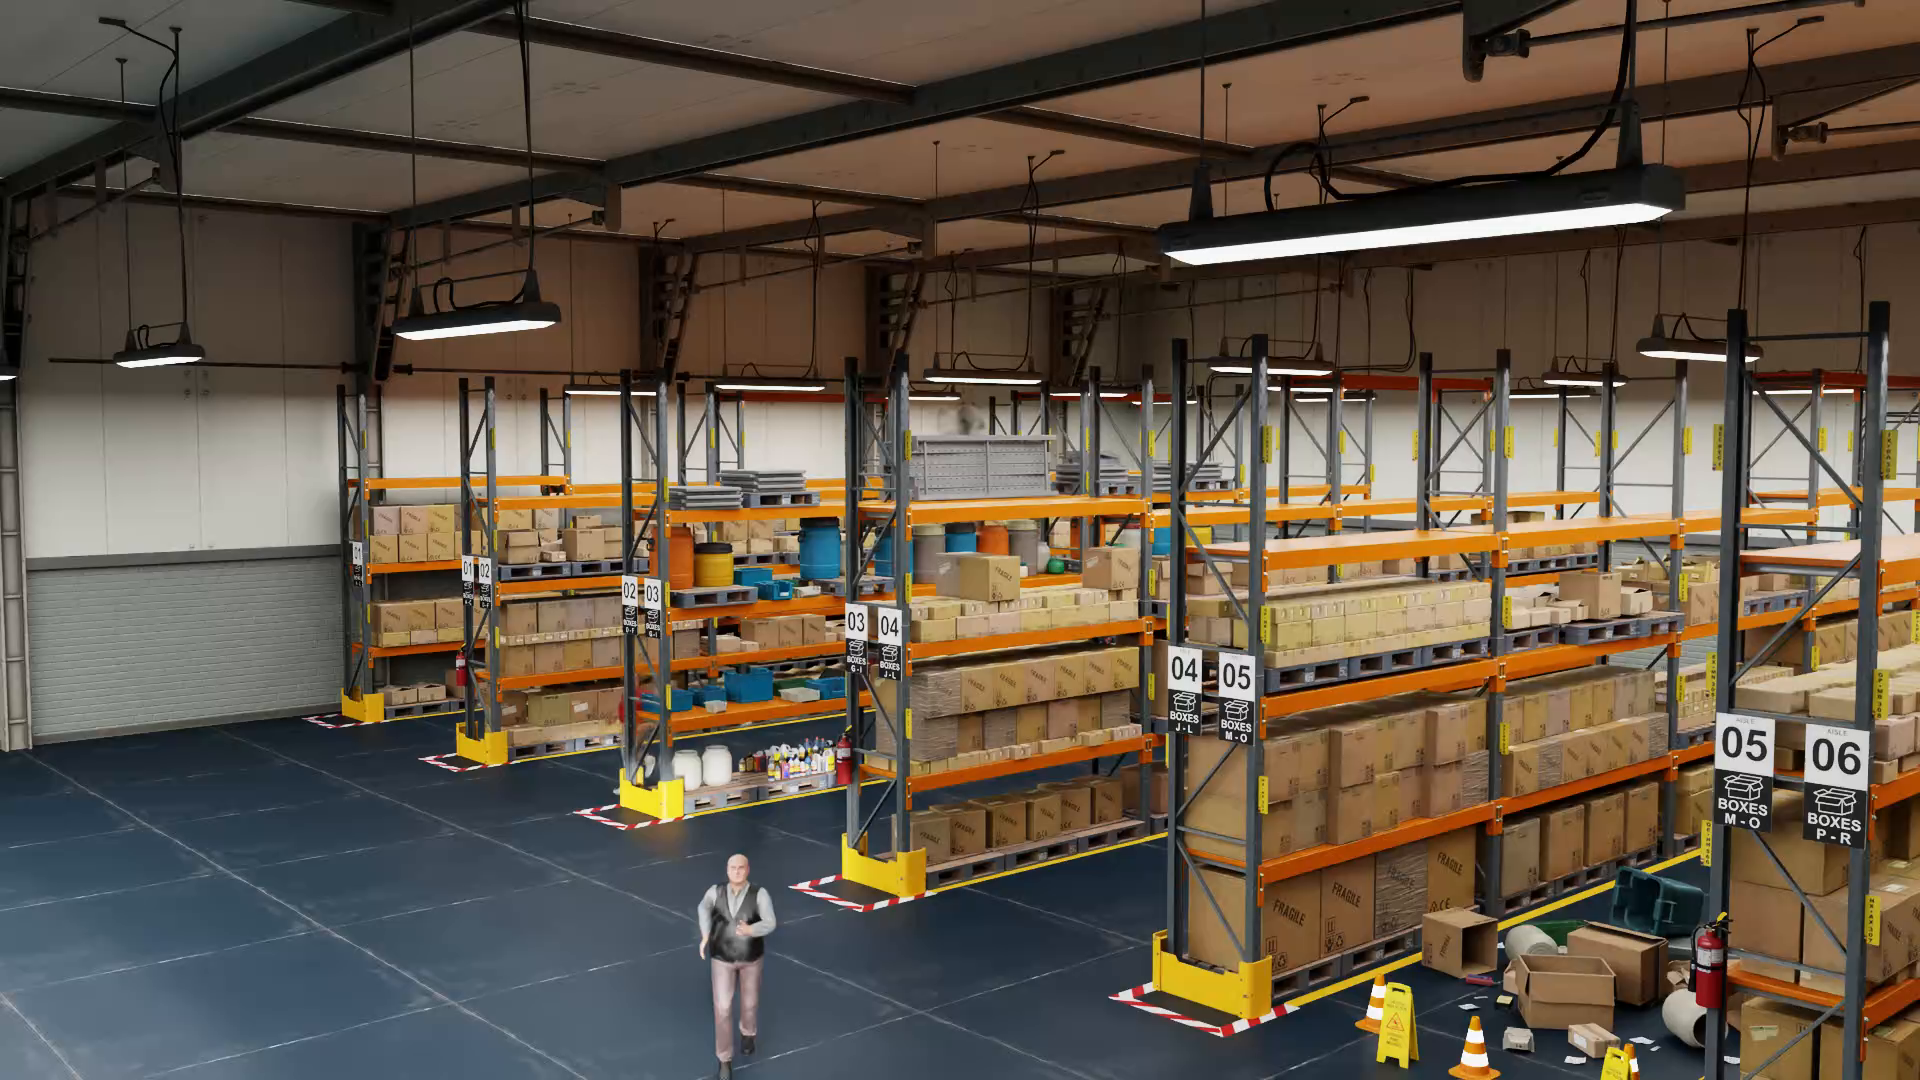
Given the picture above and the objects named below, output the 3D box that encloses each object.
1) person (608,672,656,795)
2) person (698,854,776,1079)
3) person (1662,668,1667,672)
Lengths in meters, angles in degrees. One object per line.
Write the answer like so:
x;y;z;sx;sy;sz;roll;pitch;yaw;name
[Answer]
-4.669;2.753;23.953;0.664;1.714;0.863;3;5;38;person
-1.803;3.420;13.435;0.625;1.780;0.776;0;4;-7;person
10.664;2.707;24.868;0.603;1.653;0.872;3;5;41;person
